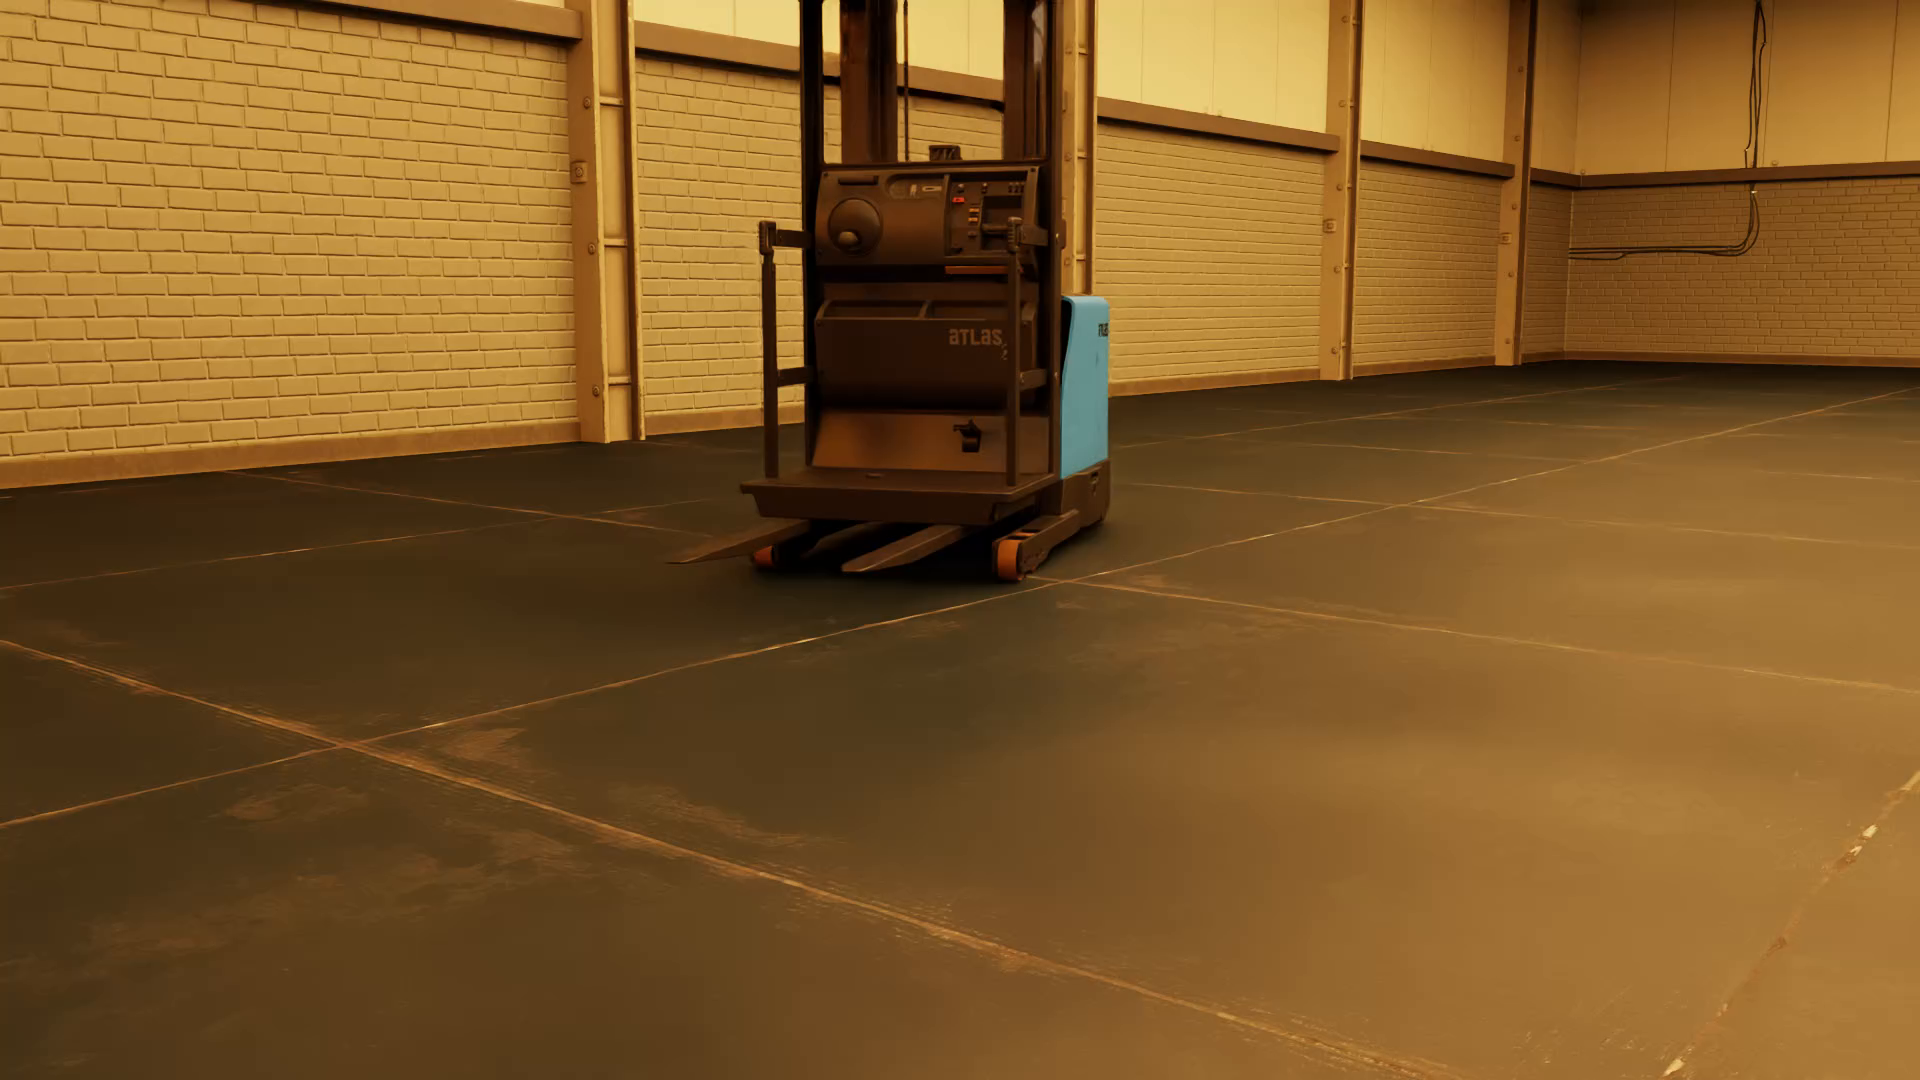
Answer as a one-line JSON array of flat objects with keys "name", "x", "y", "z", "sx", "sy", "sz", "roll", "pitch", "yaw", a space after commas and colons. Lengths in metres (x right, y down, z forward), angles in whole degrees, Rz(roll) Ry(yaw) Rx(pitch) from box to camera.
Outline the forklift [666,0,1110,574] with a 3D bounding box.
[{"name": "forklift", "x": -0.198, "y": -1.355, "z": 6.545, "sx": 1.130, "sy": 2.935, "sz": 3.031, "roll": 3, "pitch": 9, "yaw": 17}]
